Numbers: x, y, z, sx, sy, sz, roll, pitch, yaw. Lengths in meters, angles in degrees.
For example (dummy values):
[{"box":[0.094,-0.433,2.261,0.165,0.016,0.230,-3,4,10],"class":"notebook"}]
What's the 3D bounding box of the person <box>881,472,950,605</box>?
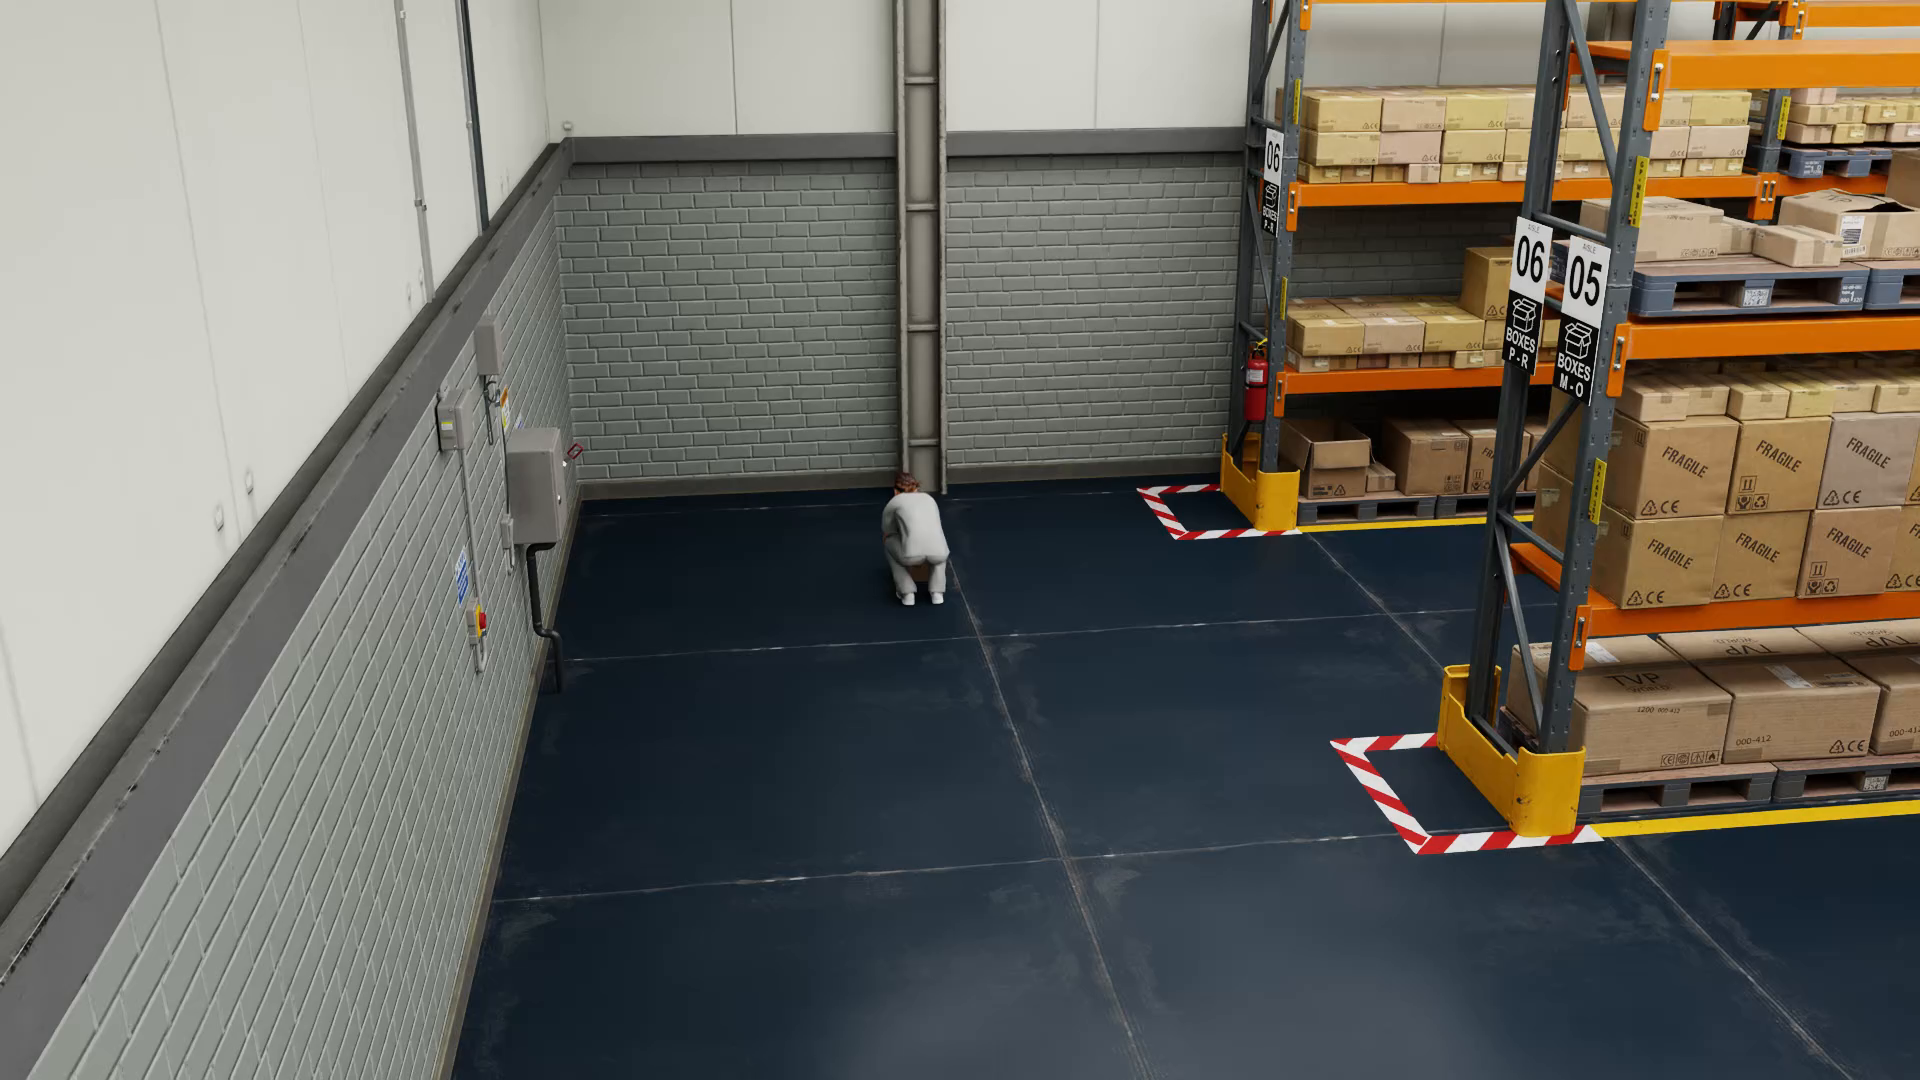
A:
[{"box":[-0.325,-0.003,12.297,0.484,0.847,0.801,-3,20,-8],"class":"person"}]
